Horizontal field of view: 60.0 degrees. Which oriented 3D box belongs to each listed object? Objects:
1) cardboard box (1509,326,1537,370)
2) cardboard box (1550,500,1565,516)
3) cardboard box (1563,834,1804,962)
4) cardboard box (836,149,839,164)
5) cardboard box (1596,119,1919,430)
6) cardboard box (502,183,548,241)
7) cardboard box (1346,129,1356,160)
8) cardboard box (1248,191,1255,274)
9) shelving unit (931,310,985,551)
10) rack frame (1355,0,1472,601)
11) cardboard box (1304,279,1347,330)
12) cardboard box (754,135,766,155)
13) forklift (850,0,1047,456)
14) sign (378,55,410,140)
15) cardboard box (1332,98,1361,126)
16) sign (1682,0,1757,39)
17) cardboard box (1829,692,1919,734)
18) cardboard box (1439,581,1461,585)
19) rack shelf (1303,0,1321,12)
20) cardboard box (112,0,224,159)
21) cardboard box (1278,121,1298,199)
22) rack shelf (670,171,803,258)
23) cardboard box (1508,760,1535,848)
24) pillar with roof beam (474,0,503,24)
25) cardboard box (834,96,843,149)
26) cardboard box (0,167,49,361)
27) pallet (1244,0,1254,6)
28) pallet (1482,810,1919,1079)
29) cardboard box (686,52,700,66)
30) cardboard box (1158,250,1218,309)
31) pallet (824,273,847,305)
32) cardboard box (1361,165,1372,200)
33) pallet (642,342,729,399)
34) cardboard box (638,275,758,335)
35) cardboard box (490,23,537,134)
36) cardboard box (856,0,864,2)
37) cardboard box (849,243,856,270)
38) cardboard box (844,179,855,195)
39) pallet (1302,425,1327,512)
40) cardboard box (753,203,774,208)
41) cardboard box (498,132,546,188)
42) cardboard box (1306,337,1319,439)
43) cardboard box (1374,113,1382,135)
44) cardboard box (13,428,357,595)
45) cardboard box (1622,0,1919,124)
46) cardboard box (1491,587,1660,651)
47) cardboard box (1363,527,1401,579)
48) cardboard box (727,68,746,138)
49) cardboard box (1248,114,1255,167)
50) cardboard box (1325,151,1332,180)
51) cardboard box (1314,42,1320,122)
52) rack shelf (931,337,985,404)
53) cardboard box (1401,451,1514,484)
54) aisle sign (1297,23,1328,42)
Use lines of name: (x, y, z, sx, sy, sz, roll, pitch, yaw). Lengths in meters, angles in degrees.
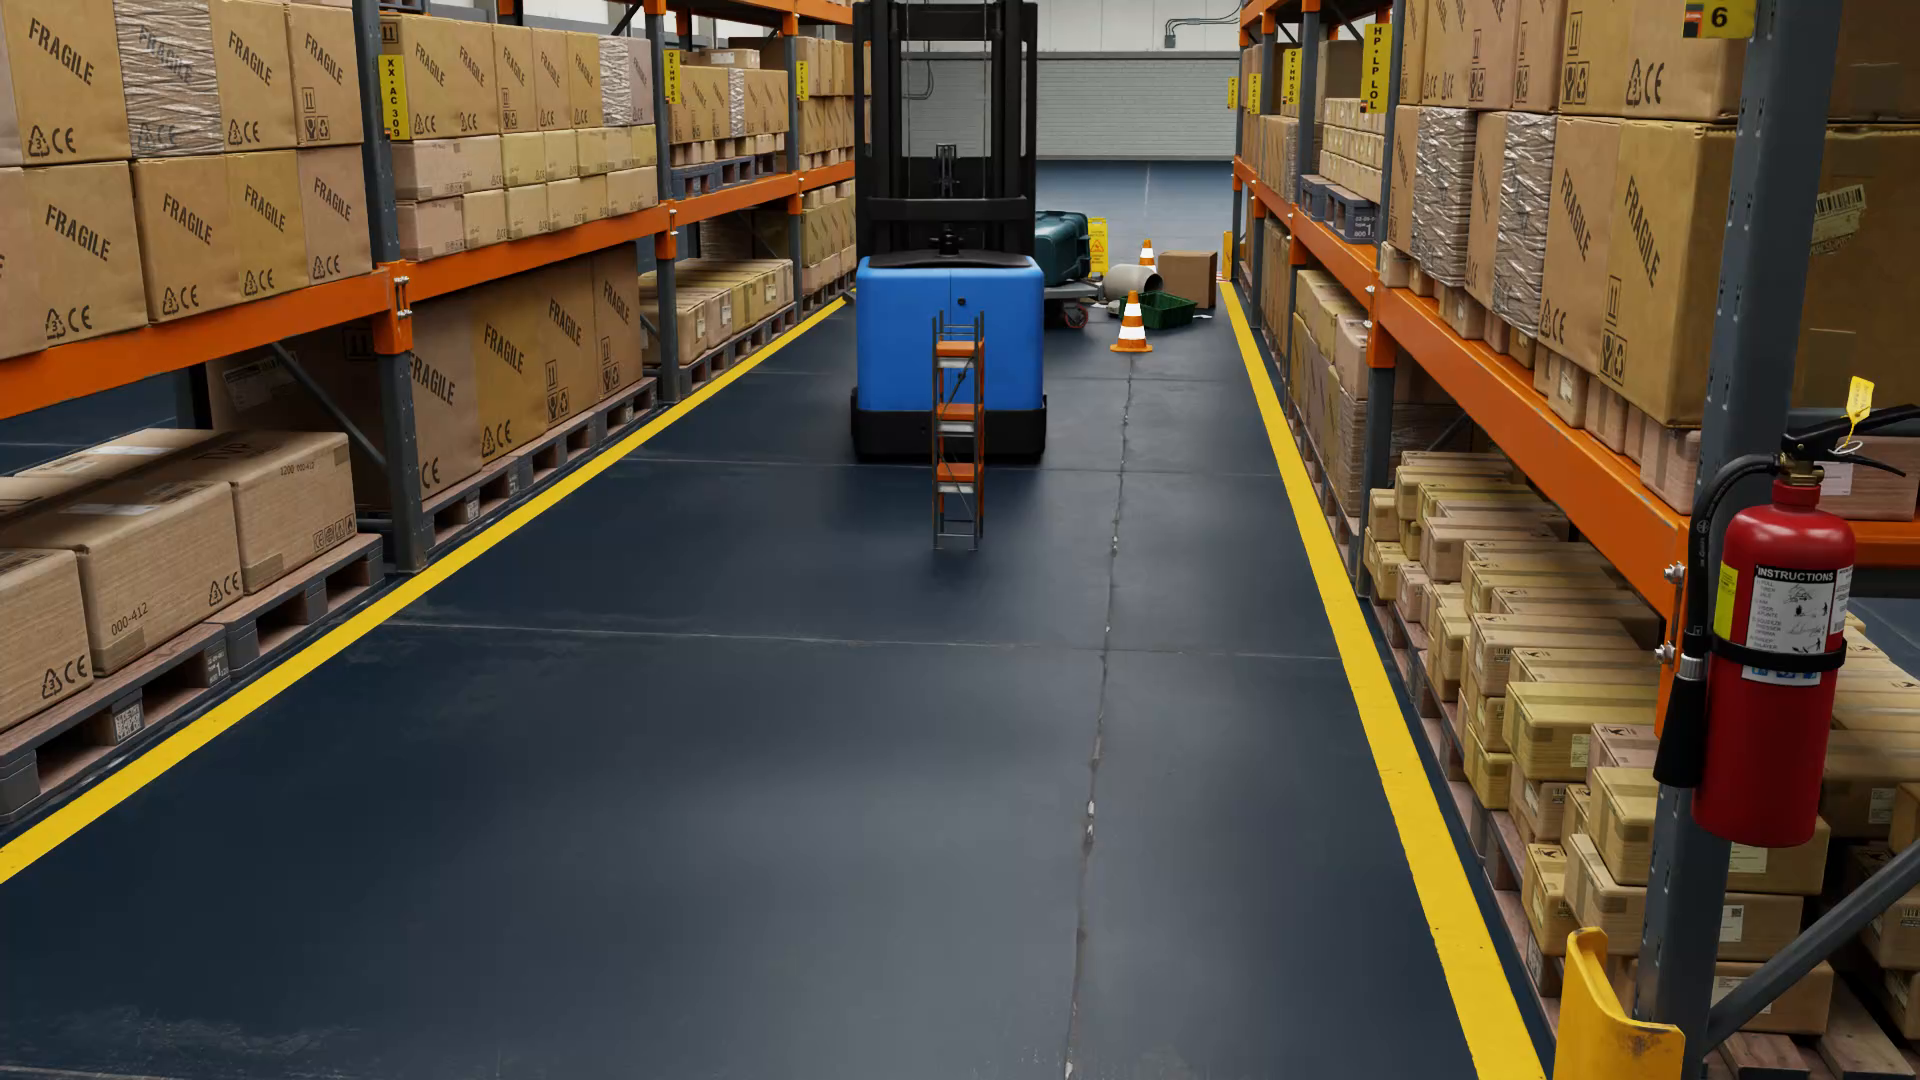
cardboard box: (1.673, -0.539, 4.391, 0.380, 0.149, 0.250, 2, 15, 7)
cardboard box: (2.351, -0.151, 5.990, 0.380, 0.149, 0.250, 2, 15, 7)
cardboard box: (1.446, 0.718, 3.348, 0.380, 0.149, 0.250, 1, 15, 5)
cardboard box: (-1.397, -3.747, 16.255, 0.380, 0.149, 0.250, 2, 15, 6)
cardboard box: (1.465, -0.483, 2.940, 0.500, 0.500, 0.500, 2, 15, 7)
cardboard box: (-2.366, -1.624, 8.210, 0.500, 0.250, 0.500, 2, 15, 6)
cardboard box: (2.175, -2.013, 8.468, 0.380, 0.149, 0.250, 2, 15, 6)
cardboard box: (3.367, -3.088, 16.600, 0.875, 0.875, 0.875, 1, 15, 5)
shelving unit: (-0.006, -0.493, 7.474, 0.215, 1.050, 0.252, 2, 15, 6)
rack frame: (2.121, -1.204, 6.369, 1.000, 3.000, 0.127, 2, 15, 6)
cardboard box: (2.197, -1.296, 9.258, 0.500, 0.250, 0.500, 2, 15, 6)
cardboard box: (-1.755, -3.137, 13.192, 0.380, 0.149, 0.250, 2, 15, 7)
forklift: (-0.096, -2.214, 10.236, 1.130, 2.935, 3.031, 0, 15, -2)
sign: (-2.257, -1.764, 6.629, 0.100, 0.325, 0.005, 2, 15, 6)
cardboard box: (2.268, -2.363, 9.191, 0.380, 0.149, 0.250, 2, 15, 6)
sign: (1.121, -0.900, 2.420, 0.100, 0.325, 0.005, 2, 15, 6)
cardboard box: (2.134, 0.457, 3.743, 0.380, 0.149, 0.250, 2, 15, 6)
cardboard box: (1.744, 0.183, 5.325, 0.380, 0.149, 0.250, 2, 15, 9)
rack shelf: (2.347, -2.824, 7.990, 1.077, 0.370, 4.000, 2, 15, 6)
cardboard box: (-2.701, -1.461, 5.210, 0.500, 0.500, 0.500, 2, 15, 7)
cardboard box: (2.414, -2.544, 11.132, 0.500, 0.500, 0.500, 2, 15, 6)
rack shelf: (-2.131, -2.533, 12.660, 1.077, 0.370, 4.000, 2, 15, 6)
cardboard box: (1.581, 0.664, 4.117, 0.380, 0.149, 0.250, 2, 15, 7)
pillar with roof beam: (-2.406, -8.753, 22.792, 9.100, 9.000, 0.400, 2, 15, 6)
cardboard box: (-1.439, -4.089, 16.275, 0.500, 0.500, 0.500, 2, 15, 7)
cardboard box: (-2.816, -0.714, 4.365, 0.500, 0.500, 0.500, 2, 15, 6)
pallet: (3.402, -5.529, 16.786, 1.003, 0.211, 1.213, 2, 15, 6)
pallet: (1.806, 0.950, 3.745, 1.003, 0.211, 1.213, 2, 15, 6)
cardboard box: (-2.310, -3.995, 13.881, 0.380, 0.149, 0.250, 2, 15, 6)
cardboard box: (2.180, -2.507, 15.969, 0.500, 0.500, 0.500, 4, 16, 16)
pallet: (-1.730, -2.545, 16.670, 1.003, 0.211, 1.213, 2, 15, 6)
cardboard box: (2.083, -1.664, 7.745, 0.380, 0.149, 0.250, 1, 15, 4)
pallet: (-2.267, -1.218, 11.761, 1.003, 0.211, 1.213, 2, 15, 6)
cardboard box: (-2.117, -1.830, 12.912, 0.950, 0.372, 0.625, 2, 15, 8)
cardboard box: (-2.384, -2.223, 8.030, 0.500, 0.500, 0.500, 1, 15, 5)
cardboard box: (-1.212, -5.597, 17.348, 0.380, 0.149, 0.250, 2, 15, 7)
cardboard box: (-1.344, -2.960, 17.325, 0.500, 0.250, 0.500, 2, 15, 6)
cardboard box: (-1.260, -3.674, 17.287, 0.380, 0.149, 0.250, 2, 15, 8)
pallet: (2.343, -0.377, 8.653, 1.003, 0.211, 1.213, 2, 15, 6)
cardboard box: (-2.050, -2.929, 15.776, 0.500, 0.500, 0.500, 2, 15, 7)
cardboard box: (-2.364, -1.865, 8.141, 0.500, 0.250, 0.500, 2, 15, 7)
cardboard box: (2.133, -0.798, 8.851, 0.500, 0.500, 0.500, 1, 15, 5)
cardboard box: (2.063, -1.888, 7.433, 0.380, 0.149, 0.250, 2, 15, 6)
cardboard box: (-2.986, -0.130, 6.500, 0.875, 0.438, 0.875, 1, 15, 5)
cardboard box: (1.475, -0.967, 2.816, 0.500, 0.500, 0.500, 1, 15, 5)
cardboard box: (1.674, 0.239, 4.550, 0.380, 0.149, 0.250, 1, 15, 4)
cardboard box: (1.761, 0.054, 6.372, 0.380, 0.149, 0.250, 1, 15, 4)
cardboard box: (-1.907, -3.269, 12.437, 0.500, 0.500, 0.500, 1, 15, 4)
cardboard box: (3.232, -3.868, 15.932, 0.875, 0.550, 0.500, 2, 15, 6)
cardboard box: (2.291, -2.143, 9.519, 0.380, 0.149, 0.250, 2, 15, 9)
cardboard box: (2.689, -3.020, 10.977, 0.700, 0.500, 0.500, 1, 15, 5)
rack shelf: (-0.006, -0.757, 7.402, 0.215, 0.259, 0.240, 2, 15, 6)
cardboard box: (1.877, -0.235, 6.301, 0.380, 0.149, 0.250, 2, 15, 9)
aisle sign: (3.782, -5.581, 17.575, 0.394, 0.787, 0.004, 2, 15, 6)
